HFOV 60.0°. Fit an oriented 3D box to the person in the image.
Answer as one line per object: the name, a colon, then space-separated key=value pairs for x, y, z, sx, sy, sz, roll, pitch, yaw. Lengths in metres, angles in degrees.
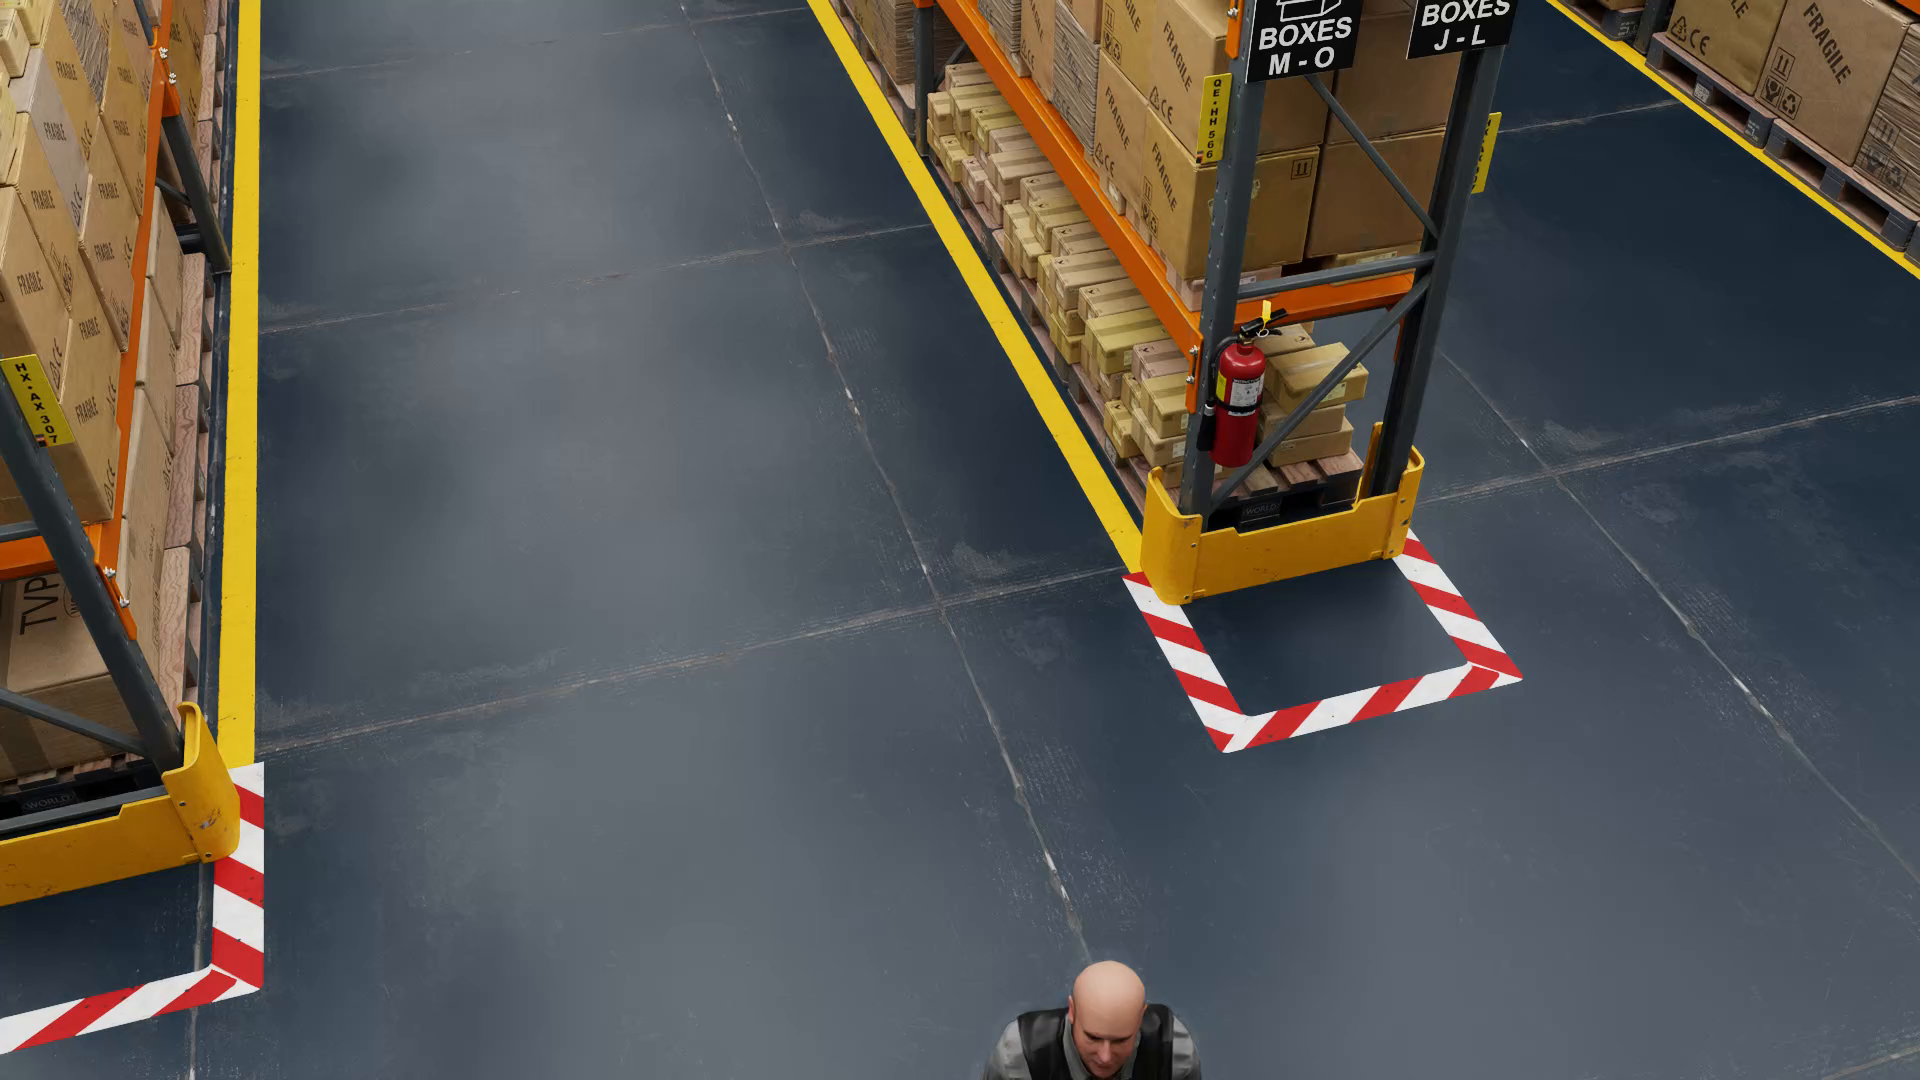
person: x=0.323 y=1.646 z=4.345 sx=0.567 sy=1.760 sz=0.541 roll=-6 pitch=42 yaw=-6
